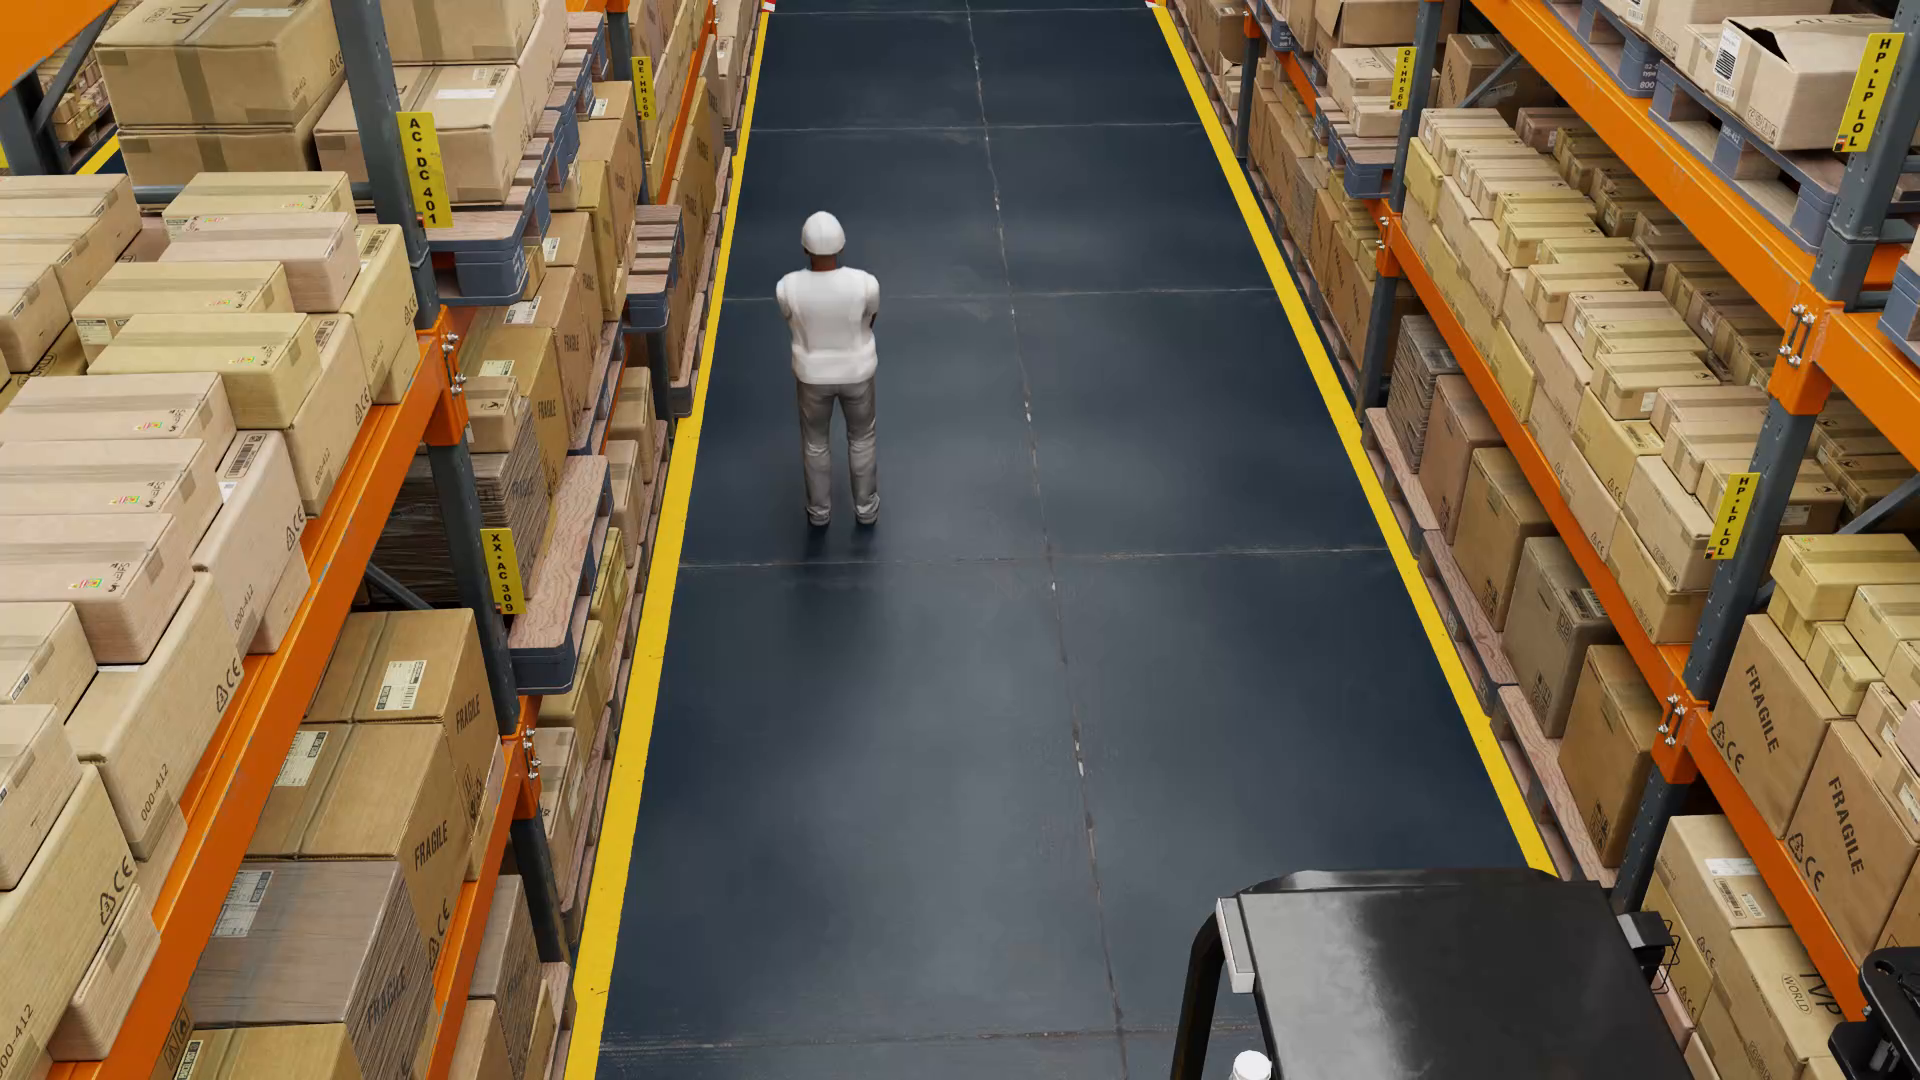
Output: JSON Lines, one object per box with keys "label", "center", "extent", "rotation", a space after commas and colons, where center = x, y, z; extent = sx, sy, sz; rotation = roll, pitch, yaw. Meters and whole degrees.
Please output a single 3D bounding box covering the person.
{"label": "person", "center": [-0.650, -0.907, 8.474], "extent": [0.504, 1.760, 0.586], "rotation": [-2, 35, -2]}
